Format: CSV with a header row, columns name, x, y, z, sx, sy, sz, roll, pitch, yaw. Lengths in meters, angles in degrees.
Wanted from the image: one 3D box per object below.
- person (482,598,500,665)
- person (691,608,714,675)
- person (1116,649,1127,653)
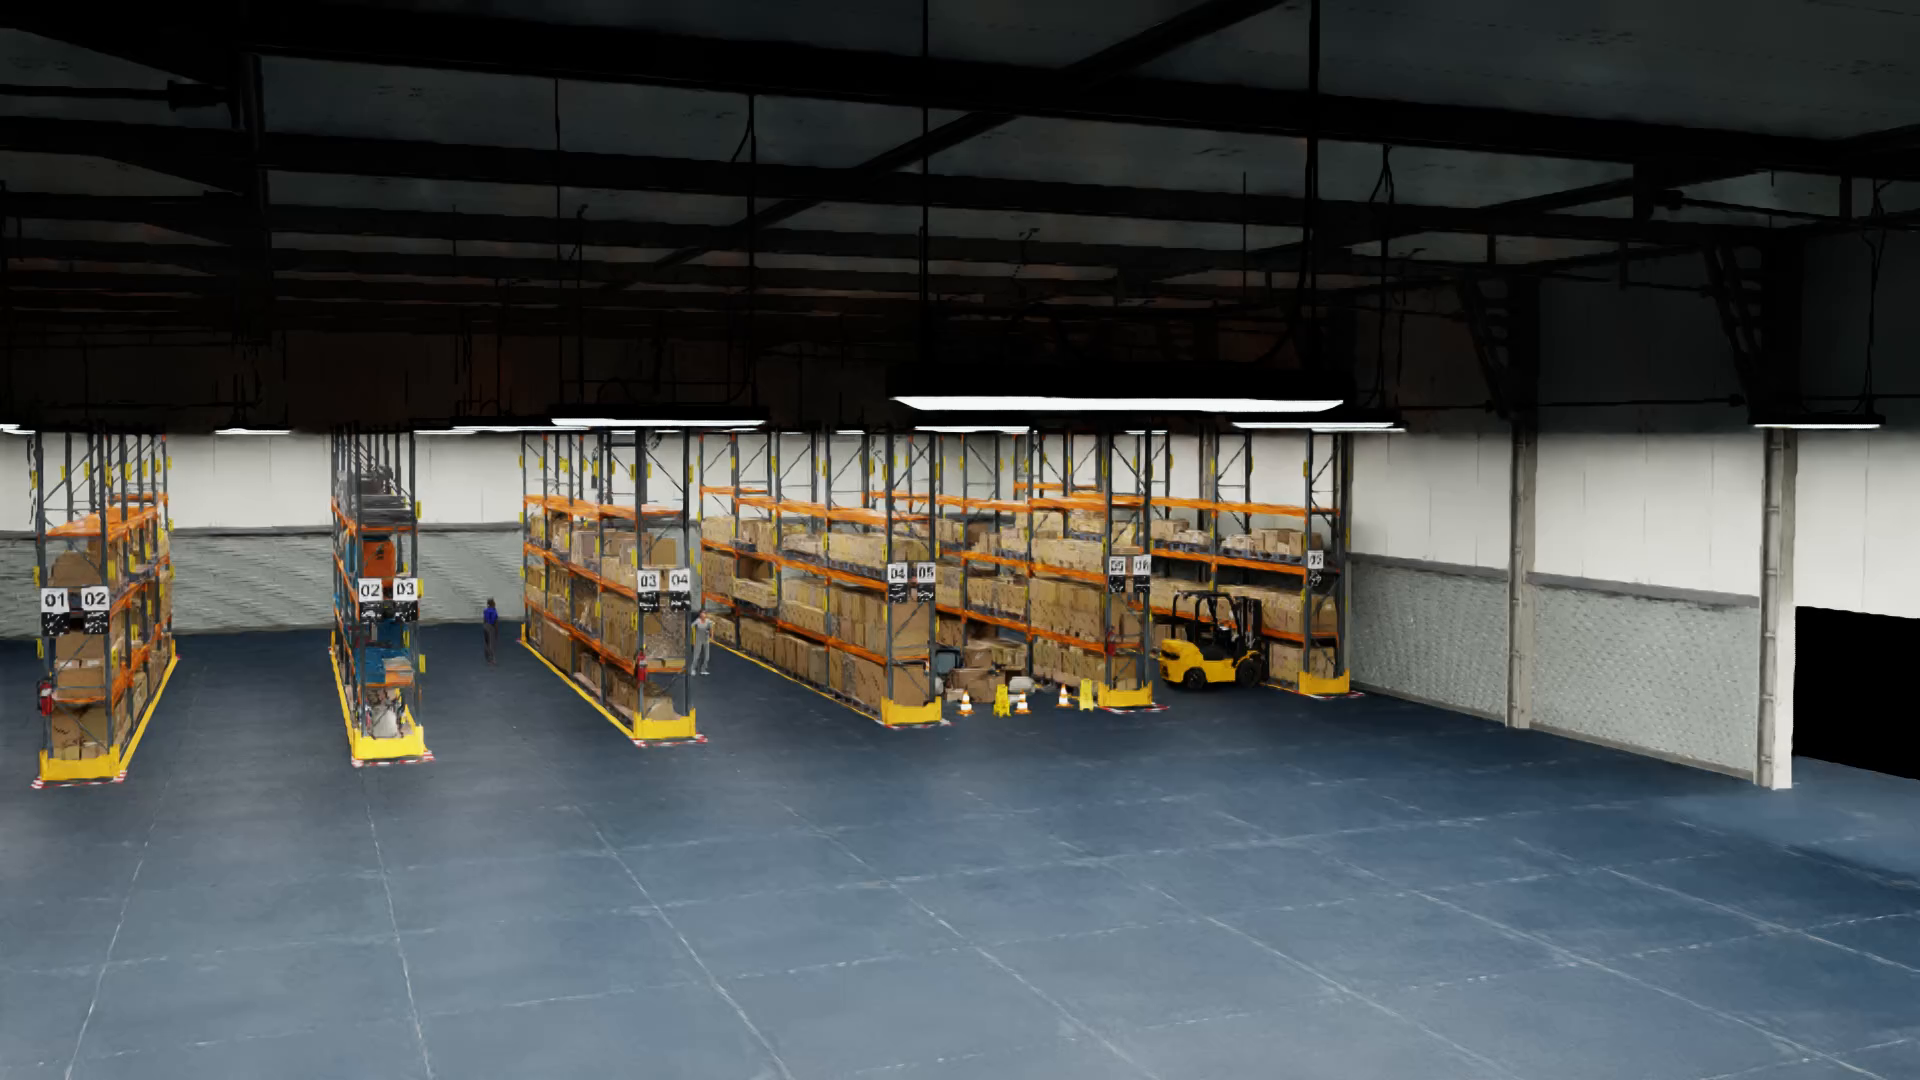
name,x,y,z,sx,sy,sz,roll,pitch,yaw
person,-11.732,2.275,41.701,0.553,1.667,0.437,3,5,39
person,-6.194,2.432,39.843,0.580,1.618,0.507,-2,4,-23
person,3.752,2.383,39.087,0.497,1.765,0.625,1,4,9
